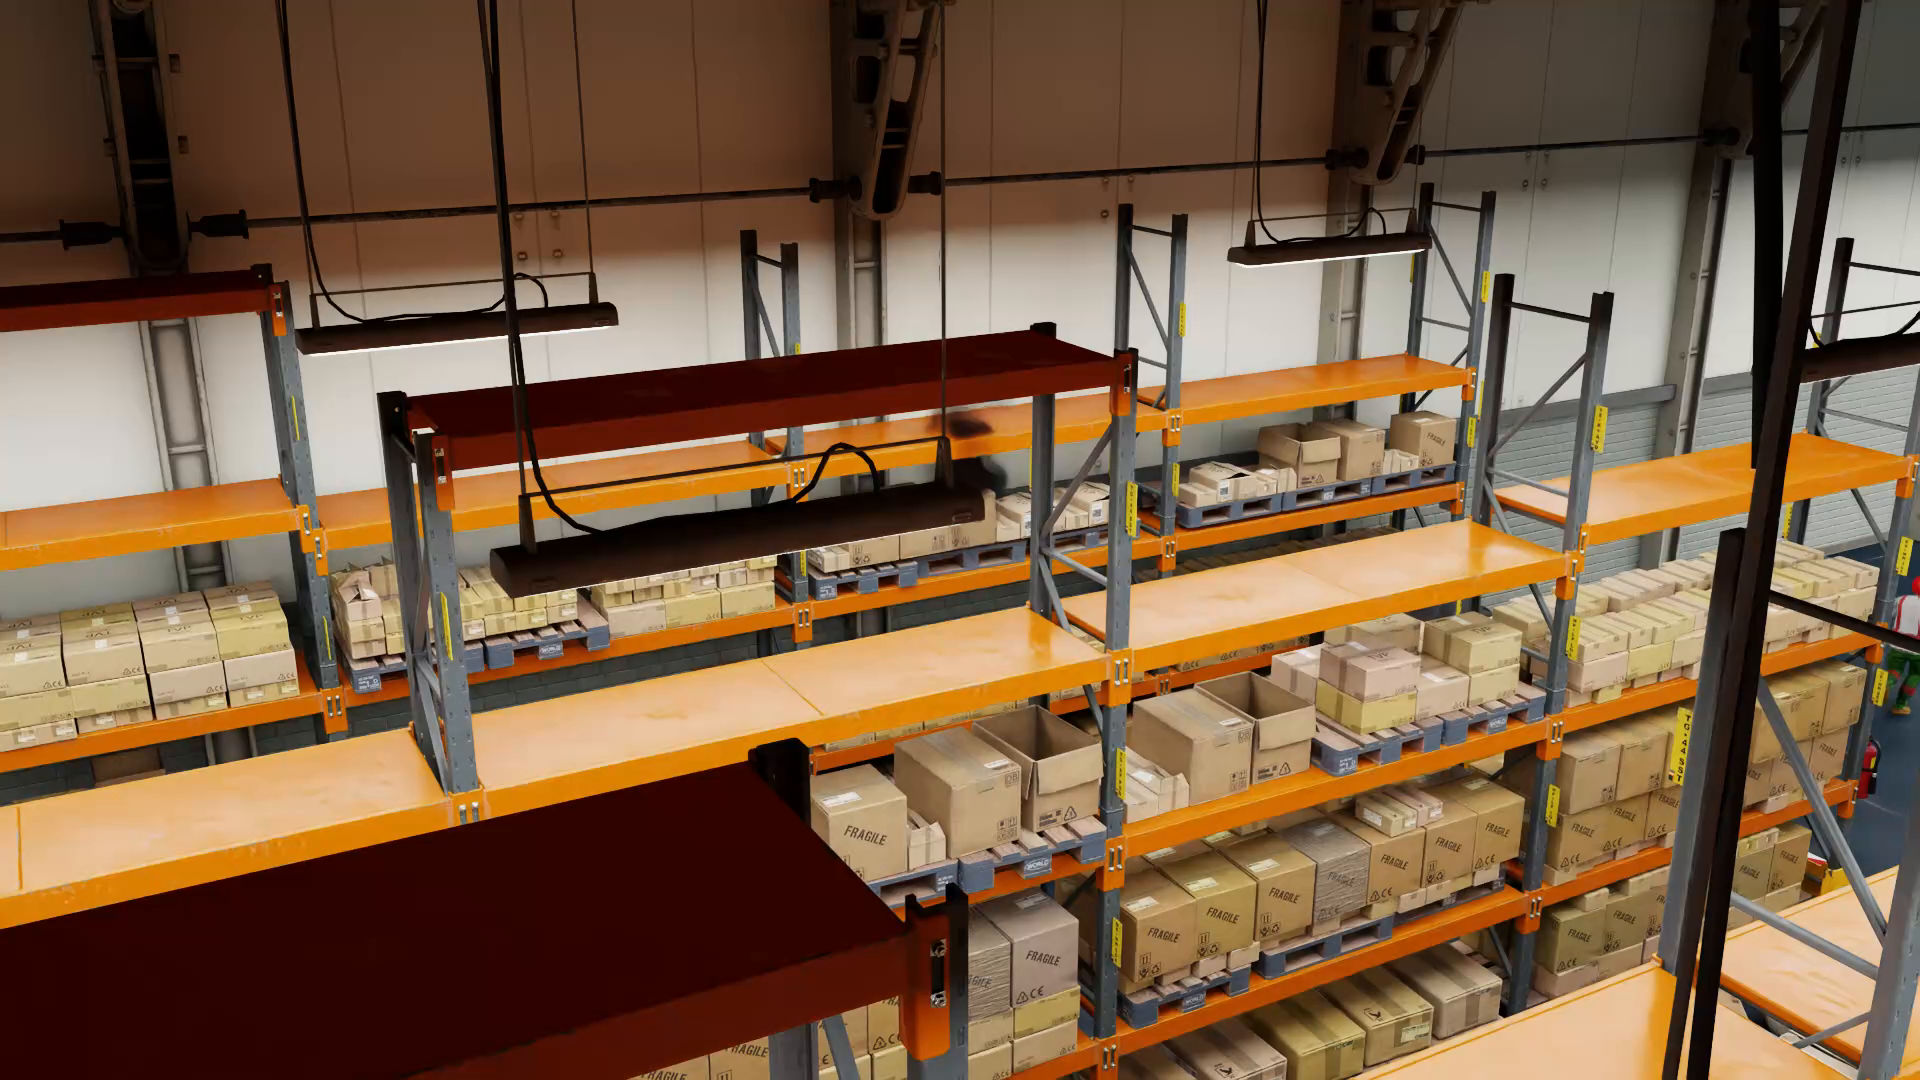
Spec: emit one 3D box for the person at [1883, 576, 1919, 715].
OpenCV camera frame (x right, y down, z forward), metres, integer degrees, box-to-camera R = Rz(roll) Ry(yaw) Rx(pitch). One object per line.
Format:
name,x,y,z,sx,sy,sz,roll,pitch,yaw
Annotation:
person,10.862,1.236,19.021,0.667,1.735,0.670,17,25,41
